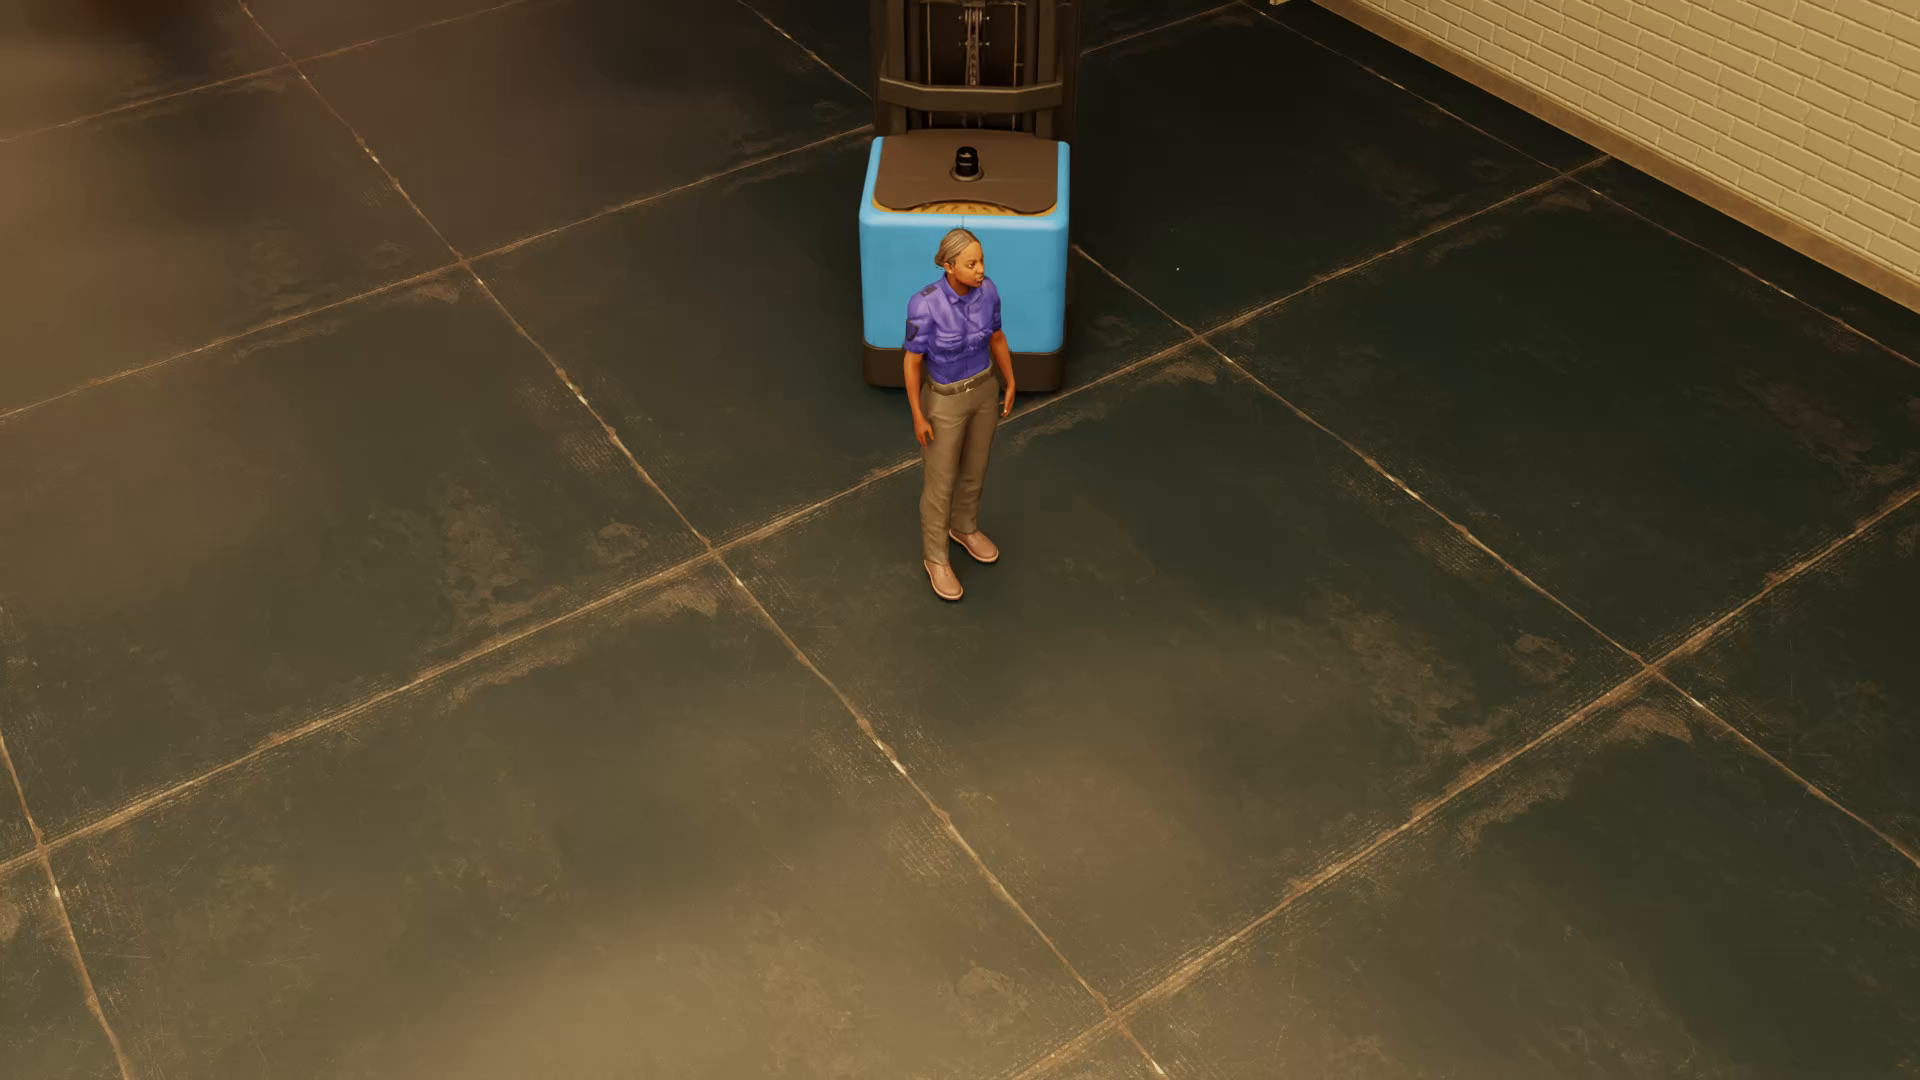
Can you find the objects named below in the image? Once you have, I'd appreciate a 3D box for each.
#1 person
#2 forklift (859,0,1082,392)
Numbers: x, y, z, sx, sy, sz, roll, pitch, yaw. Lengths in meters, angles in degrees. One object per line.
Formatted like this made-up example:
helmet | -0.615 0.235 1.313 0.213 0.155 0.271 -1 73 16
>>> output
person | 0.034 -0.557 7.251 0.570 1.657 0.502 -25 48 -25
forklift | 0.095 -2.832 8.788 1.130 2.935 3.031 2 43 2
